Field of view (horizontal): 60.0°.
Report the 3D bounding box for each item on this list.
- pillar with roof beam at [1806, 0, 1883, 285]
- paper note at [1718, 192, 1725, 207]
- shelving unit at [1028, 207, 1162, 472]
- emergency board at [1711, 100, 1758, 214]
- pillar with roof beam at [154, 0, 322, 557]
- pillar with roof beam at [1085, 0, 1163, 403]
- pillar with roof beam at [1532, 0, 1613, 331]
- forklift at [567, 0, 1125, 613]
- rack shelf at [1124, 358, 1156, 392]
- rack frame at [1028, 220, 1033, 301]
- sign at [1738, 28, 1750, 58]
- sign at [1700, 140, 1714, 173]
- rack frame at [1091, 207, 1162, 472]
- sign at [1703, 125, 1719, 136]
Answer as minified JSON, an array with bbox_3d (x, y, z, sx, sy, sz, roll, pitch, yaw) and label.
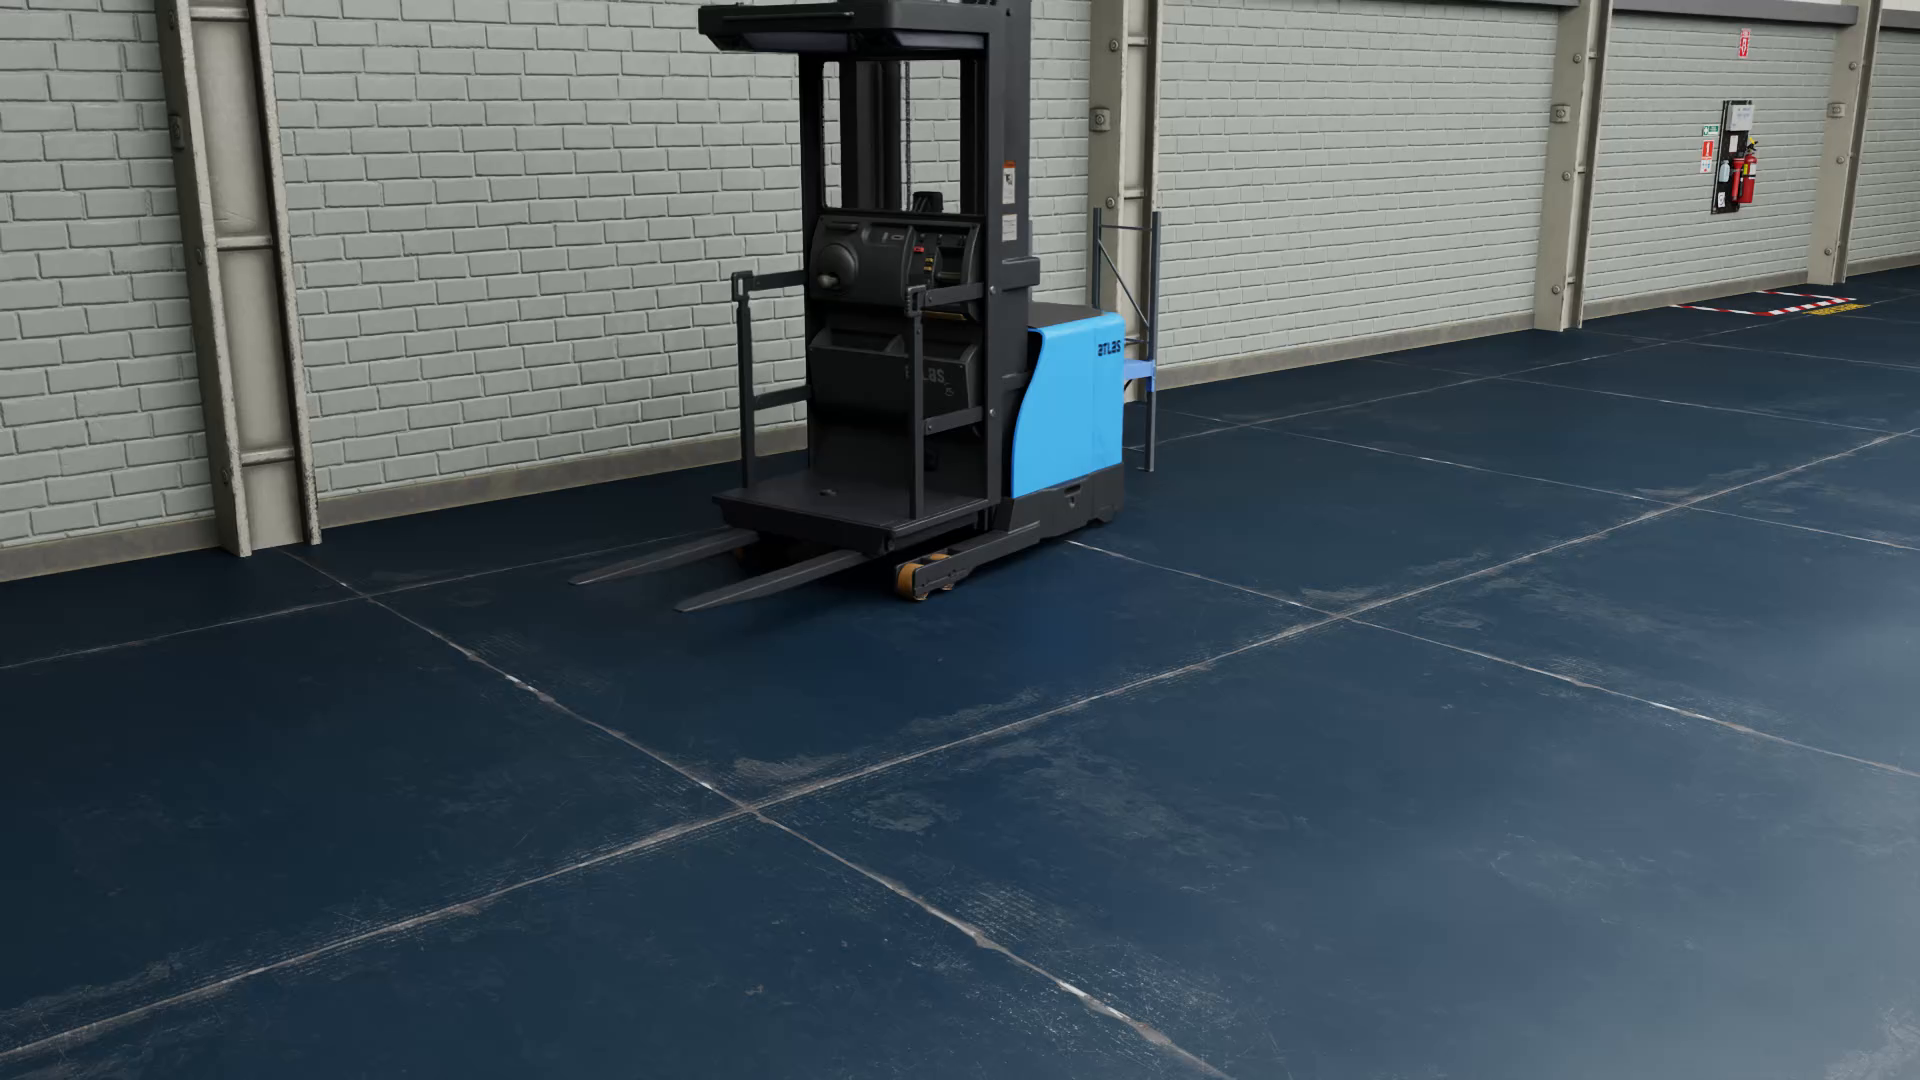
[{"bbox_3d":[13.013,-6.540,15.298,0.400,9.000,9.100,-13,19,-39],"label":"pillar with roof beam"},{"bbox_3d":[8.119,-3.627,17.722,0.142,0.148,0.016,-13,19,-39],"label":"paper note"},{"bbox_3d":[0.580,-1.084,9.403,1.048,1.500,0.538,-13,20,-40],"label":"shelving unit"},{"bbox_3d":[8.298,-4.069,17.670,0.643,1.169,0.194,-13,19,-39],"label":"emergency board"},{"bbox_3d":[-0.566,-3.491,3.882,0.400,9.000,9.100,-13,19,-39],"label":"pillar with roof beam"},{"bbox_3d":[3.960,-4.507,7.687,0.400,9.000,9.100,-13,19,-39],"label":"pillar with roof beam"},{"bbox_3d":[8.486,-5.524,11.492,0.400,9.000,9.100,-13,19,-39],"label":"pillar with roof beam"},{"bbox_3d":[-0.430,-1.293,7.409,1.130,2.935,3.031,11,18,35],"label":"forklift"},{"bbox_3d":[0.580,-0.911,9.450,1.000,0.185,0.538,-13,20,-40],"label":"rack shelf"},{"bbox_3d":[0.203,-0.997,9.074,0.032,1.500,0.500,-13,20,-40],"label":"rack frame"},{"bbox_3d":[8.226,-5.207,17.438,0.199,0.298,0.001,-13,19,-39],"label":"sign"},{"bbox_3d":[7.813,-4.012,17.390,0.234,0.329,0.001,-13,19,-39],"label":"sign"},{"bbox_3d":[0.957,-1.172,9.733,0.032,1.500,0.500,-13,20,-40],"label":"rack frame"},{"bbox_3d":[7.822,-4.268,17.318,0.331,0.109,0.001,-13,19,-39],"label":"sign"}]
